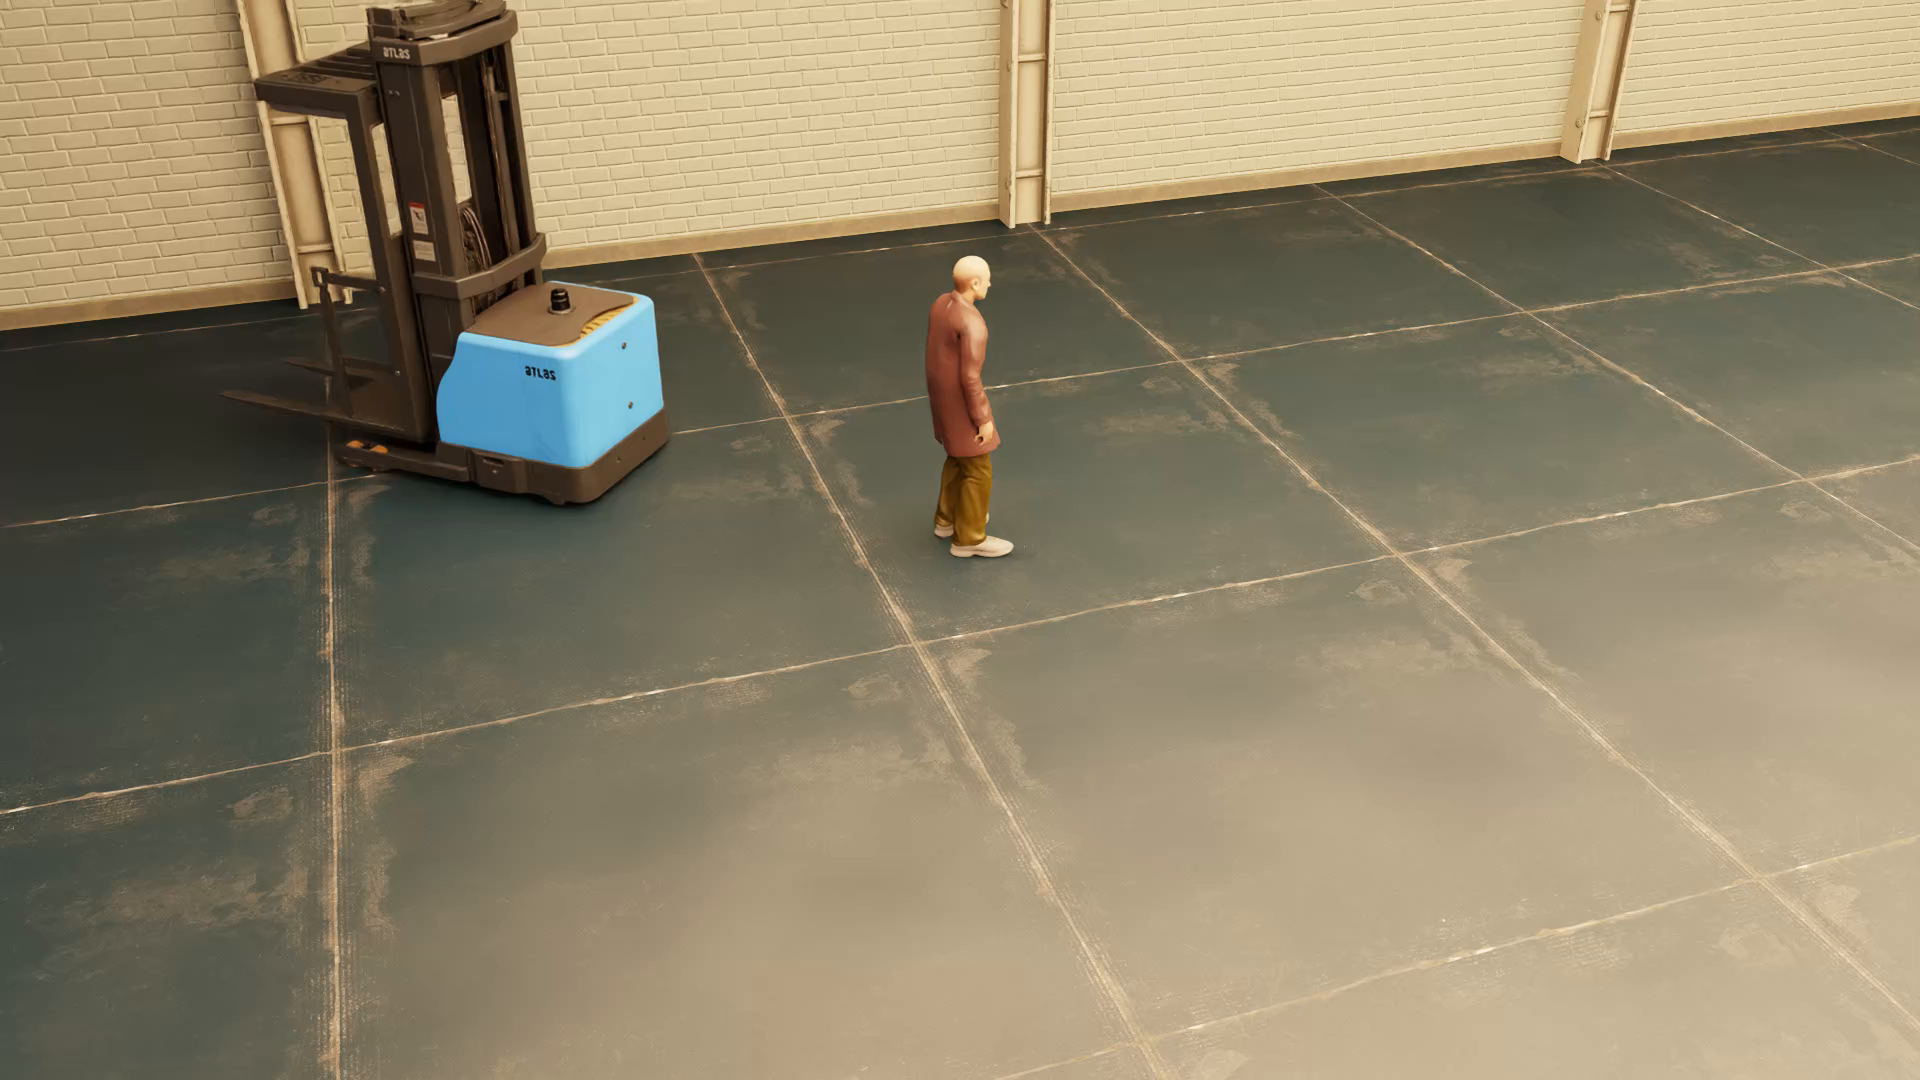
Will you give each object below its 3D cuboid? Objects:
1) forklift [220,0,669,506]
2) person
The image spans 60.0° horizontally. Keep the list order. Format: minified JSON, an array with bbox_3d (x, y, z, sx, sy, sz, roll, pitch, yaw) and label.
[{"bbox_3d":[-3.503,-1.944,10.465,3.031,2.935,1.130,11,32,19],"label":"forklift"},{"bbox_3d":[0.027,-0.778,9.600,0.431,1.773,0.644,-11,32,-18],"label":"person"}]
